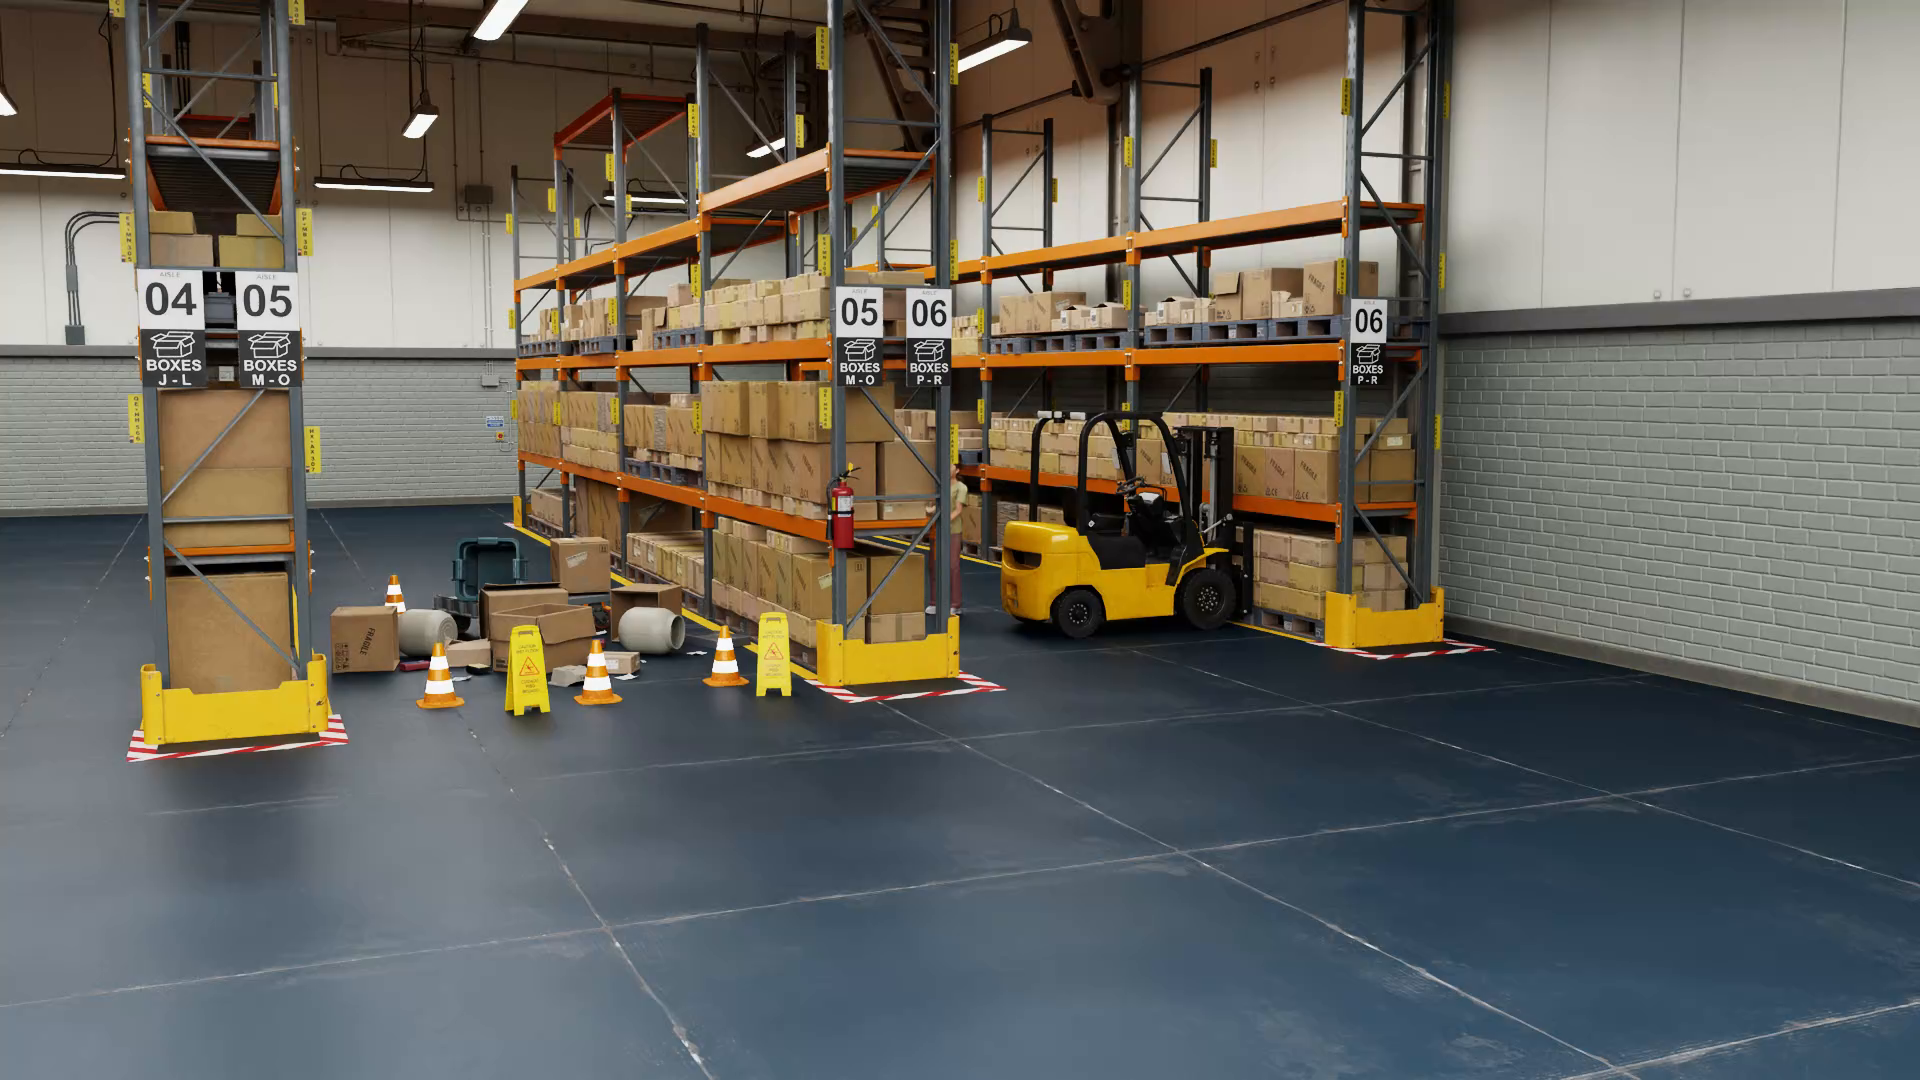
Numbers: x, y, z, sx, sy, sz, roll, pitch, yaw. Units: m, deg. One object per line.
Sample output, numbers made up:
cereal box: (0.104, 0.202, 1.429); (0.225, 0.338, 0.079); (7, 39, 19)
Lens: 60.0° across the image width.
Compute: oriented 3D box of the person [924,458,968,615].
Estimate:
person: (-0.173, -0.041, 17.454); (0.435, 1.661, 0.537); (4, 7, 37)
